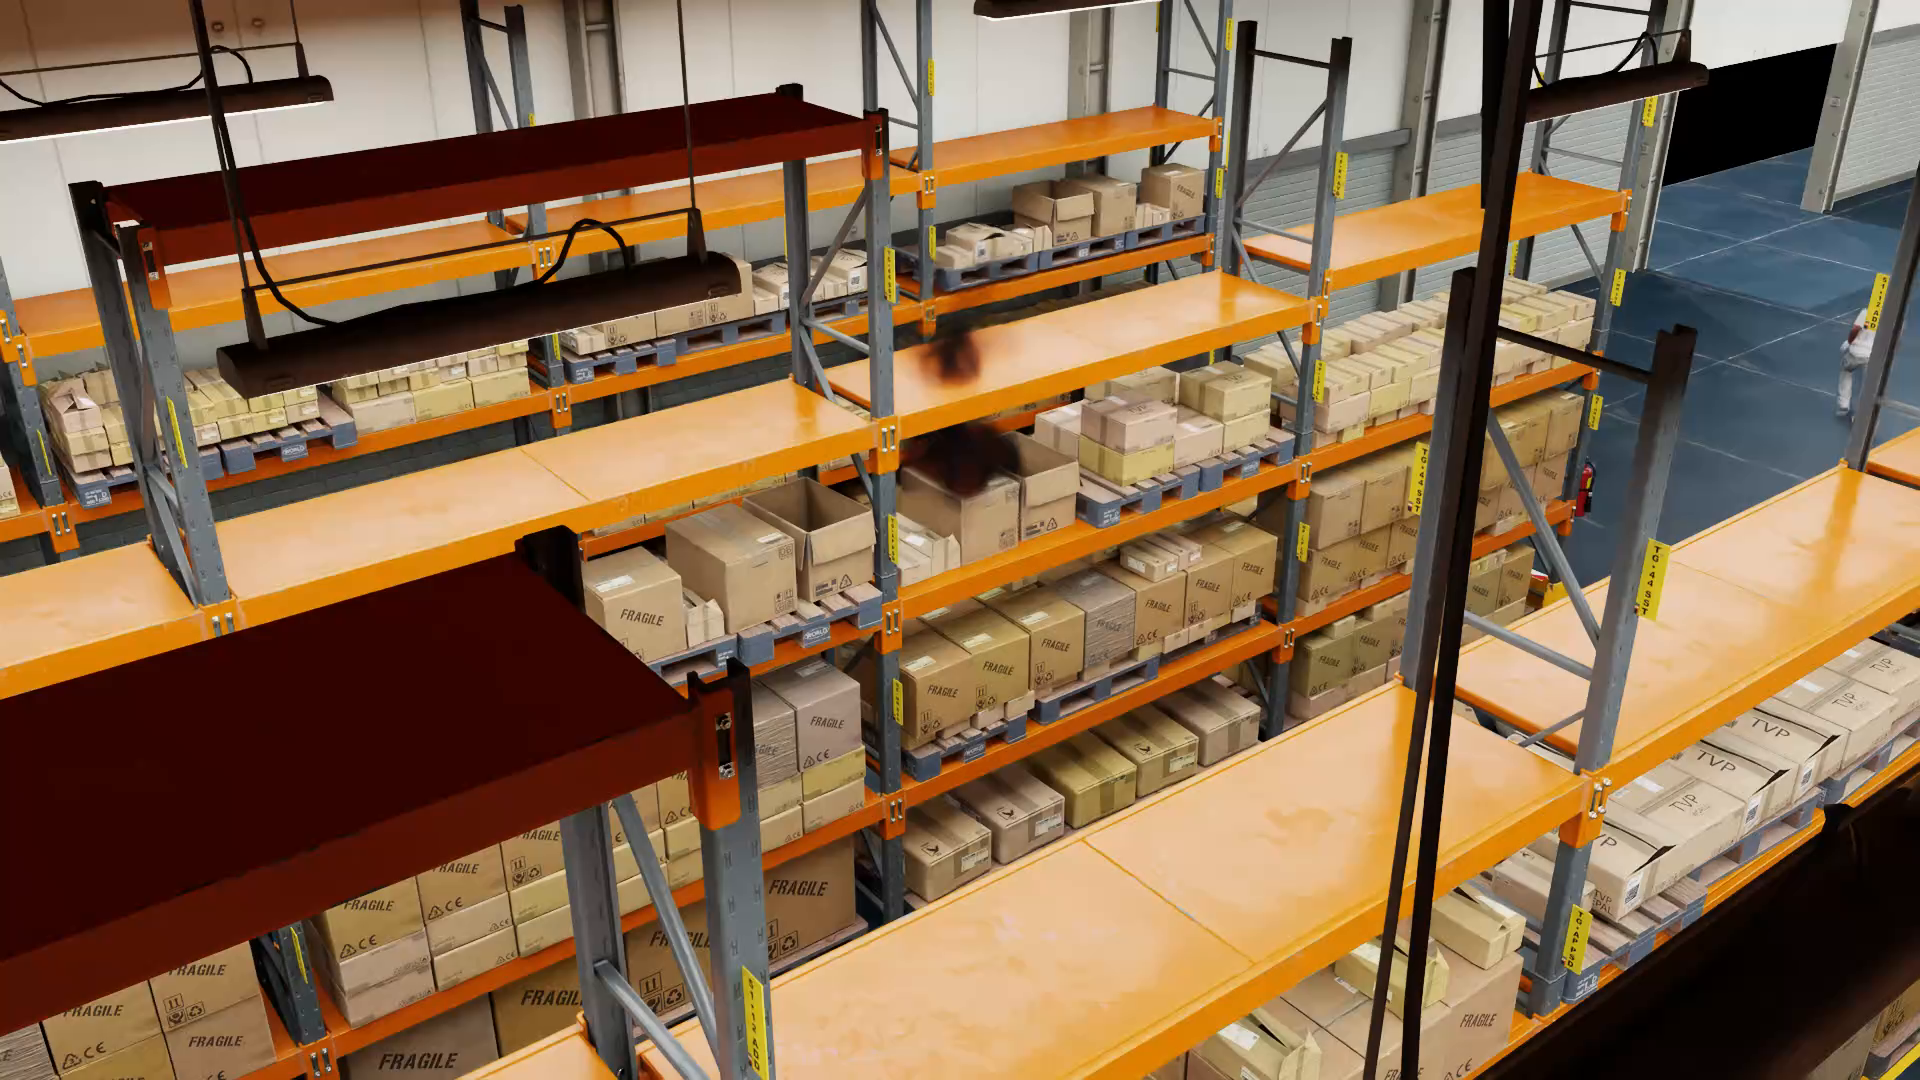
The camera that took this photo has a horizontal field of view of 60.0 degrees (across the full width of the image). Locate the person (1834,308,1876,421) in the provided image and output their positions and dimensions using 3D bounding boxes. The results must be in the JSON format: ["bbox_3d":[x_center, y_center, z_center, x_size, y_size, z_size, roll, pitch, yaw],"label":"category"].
[{"bbox_3d":[11.359,-2.333,20.859,0.655,1.806,0.719,5,27,11],"label":"person"}]
